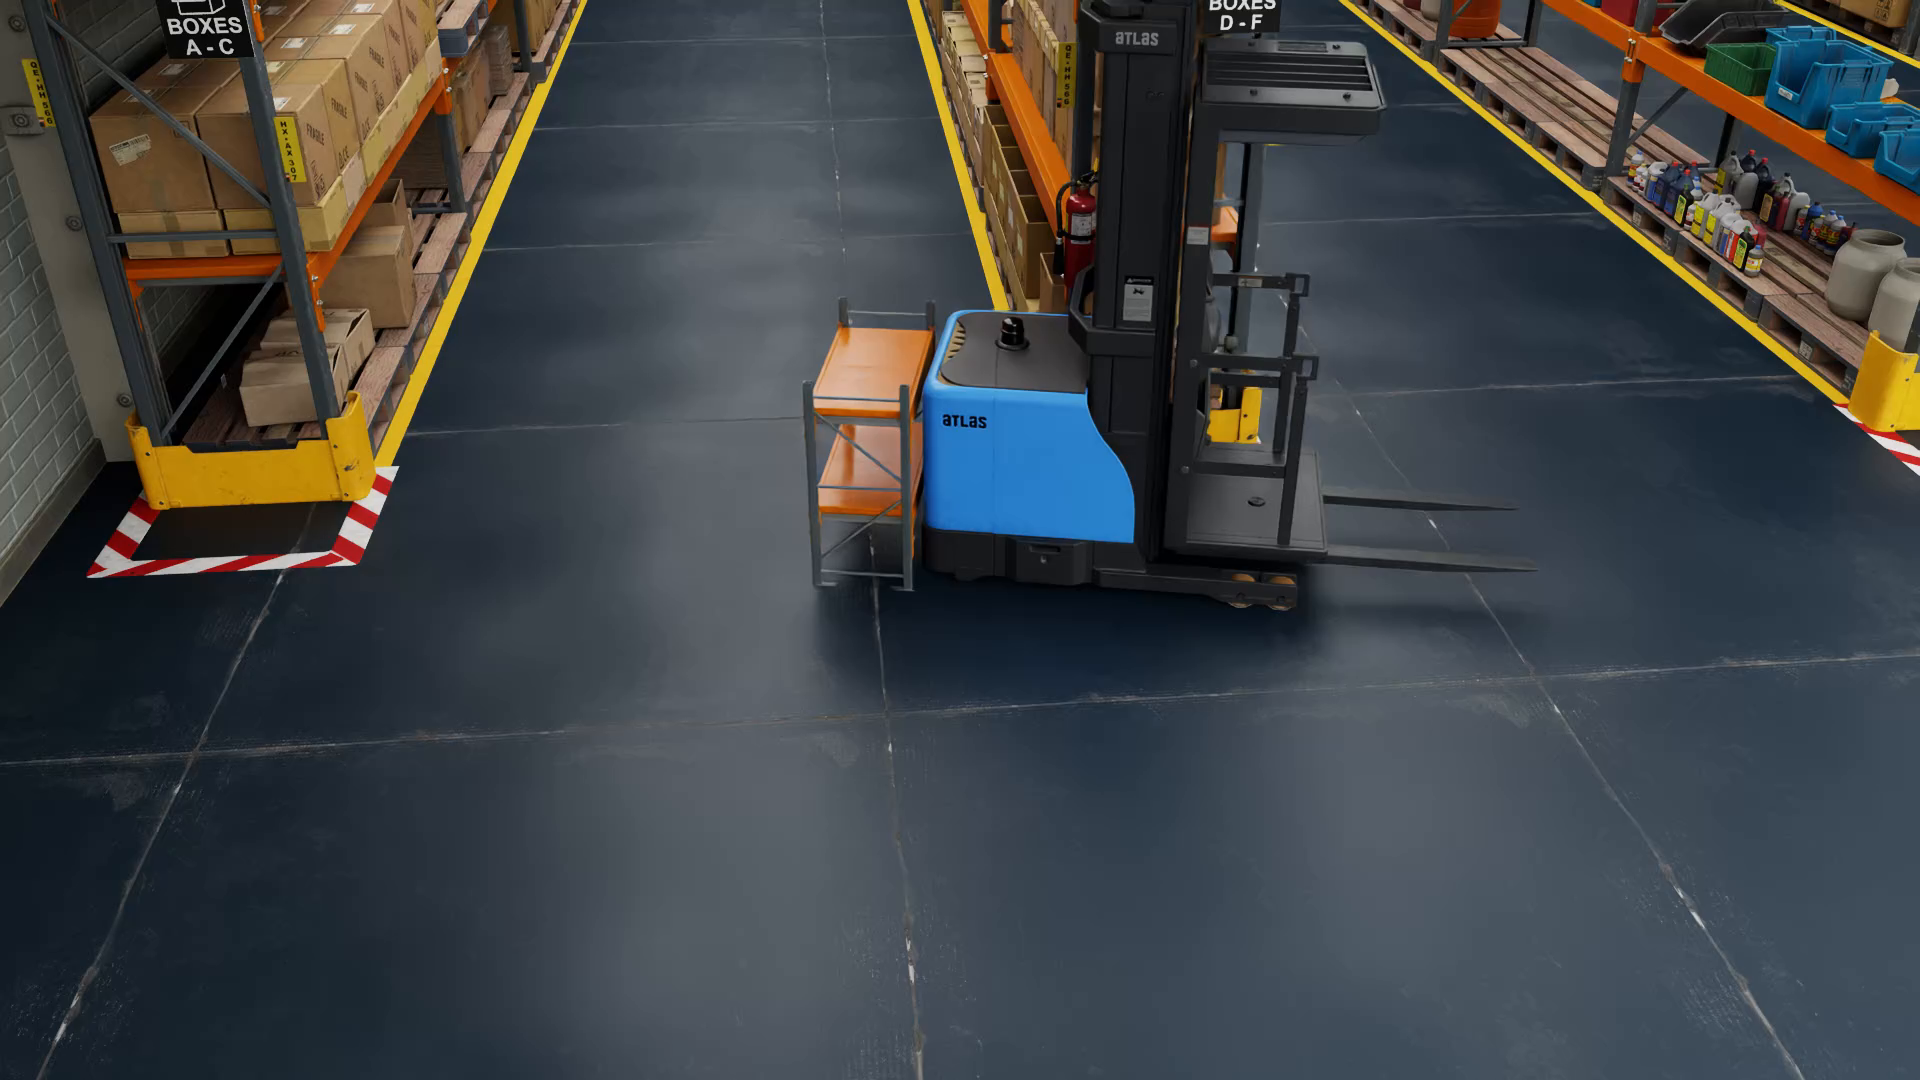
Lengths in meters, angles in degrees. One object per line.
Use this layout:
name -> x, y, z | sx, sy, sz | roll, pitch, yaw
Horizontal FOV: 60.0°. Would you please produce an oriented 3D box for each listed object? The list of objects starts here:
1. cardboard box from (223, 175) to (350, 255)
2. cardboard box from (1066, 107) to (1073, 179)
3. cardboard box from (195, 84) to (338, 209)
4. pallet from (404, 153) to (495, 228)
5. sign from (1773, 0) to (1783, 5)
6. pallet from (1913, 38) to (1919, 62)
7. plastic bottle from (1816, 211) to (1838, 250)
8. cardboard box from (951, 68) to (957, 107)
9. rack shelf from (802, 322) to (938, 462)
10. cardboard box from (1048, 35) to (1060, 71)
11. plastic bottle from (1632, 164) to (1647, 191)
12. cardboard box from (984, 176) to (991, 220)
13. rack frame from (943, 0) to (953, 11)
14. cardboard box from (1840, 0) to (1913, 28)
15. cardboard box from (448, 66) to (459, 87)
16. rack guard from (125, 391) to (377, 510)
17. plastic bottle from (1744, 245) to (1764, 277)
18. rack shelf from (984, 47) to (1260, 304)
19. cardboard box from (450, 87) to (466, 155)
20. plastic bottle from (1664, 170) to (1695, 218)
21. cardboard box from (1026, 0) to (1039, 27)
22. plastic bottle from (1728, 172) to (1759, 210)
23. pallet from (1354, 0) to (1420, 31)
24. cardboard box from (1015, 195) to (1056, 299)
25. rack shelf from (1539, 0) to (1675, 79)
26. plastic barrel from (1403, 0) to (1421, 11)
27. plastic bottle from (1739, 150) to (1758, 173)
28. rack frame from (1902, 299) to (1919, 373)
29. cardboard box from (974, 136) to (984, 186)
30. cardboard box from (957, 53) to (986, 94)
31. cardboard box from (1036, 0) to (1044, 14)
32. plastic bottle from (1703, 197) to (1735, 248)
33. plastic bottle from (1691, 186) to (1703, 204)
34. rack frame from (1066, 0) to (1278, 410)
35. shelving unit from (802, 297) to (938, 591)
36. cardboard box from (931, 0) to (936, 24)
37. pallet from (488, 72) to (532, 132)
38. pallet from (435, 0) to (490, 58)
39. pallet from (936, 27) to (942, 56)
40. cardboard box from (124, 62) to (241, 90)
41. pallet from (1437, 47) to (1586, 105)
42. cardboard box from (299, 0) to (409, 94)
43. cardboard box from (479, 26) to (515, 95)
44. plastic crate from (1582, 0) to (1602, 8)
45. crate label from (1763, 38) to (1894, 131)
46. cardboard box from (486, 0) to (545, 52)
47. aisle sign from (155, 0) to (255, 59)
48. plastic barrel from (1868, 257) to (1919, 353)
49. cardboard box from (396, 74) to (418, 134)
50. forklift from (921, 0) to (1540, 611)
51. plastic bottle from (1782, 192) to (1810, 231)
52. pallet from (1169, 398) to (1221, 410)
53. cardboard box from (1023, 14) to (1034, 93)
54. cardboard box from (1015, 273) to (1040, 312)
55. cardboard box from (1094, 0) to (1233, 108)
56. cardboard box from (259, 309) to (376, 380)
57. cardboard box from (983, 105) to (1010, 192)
cardboard box -> -3.577, -1.735, 8.856 | 0.500, 0.250, 0.500 | -4, 31, -6
cardboard box -> 0.999, -2.315, 9.604 | 0.700, 0.500, 0.500 | -2, 31, -3
cardboard box -> -3.593, -2.051, 8.653 | 0.500, 0.500, 0.500 | -3, 31, -5
pallet -> -4.296, -2.769, 13.180 | 1.003, 0.211, 1.213 | -3, 31, -5
sign -> 6.191, -4.183, 12.557 | 0.100, 0.325, 0.005 | -3, 31, -5
pallet -> 10.271, -4.726, 16.457 | 1.003, 0.211, 1.213 | -3, 31, -5
plastic bottle -> 6.116, -2.185, 11.715 | 0.097, 0.271, 0.097 | 0, 31, 0
cardboard box -> 0.195, -4.047, 14.871 | 0.500, 0.250, 0.500 | -4, 31, -6
rack shelf -> -0.435, -0.758, 8.352 | 0.538, 0.278, 1.000 | 3, 31, 5
cardboard box -> 0.736, -2.934, 10.007 | 0.380, 0.149, 0.250 | -2, 31, -3
plastic bottle -> 5.245, -2.795, 12.804 | 0.097, 0.201, 0.097 | 0, 31, 0
cardboard box -> 0.452, -2.556, 12.376 | 0.500, 0.250, 0.500 | -3, 31, -5
rack frame -> 0.337, -5.850, 15.619 | 1.000, 3.000, 0.127 | -3, 31, -5
cardboard box -> 10.156, -5.944, 17.439 | 1.225, 0.875, 0.875 | -4, 31, -7
cardboard box -> -4.404, -3.871, 13.583 | 0.500, 0.250, 0.500 | -4, 31, -6
rack guard -> -3.855, -0.492, 9.086 | 1.175, 0.500, 0.348 | -3, 31, -5
plastic bottle -> 5.408, -1.905, 11.314 | 0.097, 0.201, 0.097 | 0, 31, 0
rack shelf -> 0.897, -2.478, 10.675 | 1.077, 0.370, 4.000 | -3, 31, -5
cardboard box -> -4.405, -3.321, 13.393 | 0.700, 0.500, 0.500 | -3, 31, -6
plastic bottle -> 5.322, -2.566, 12.276 | 0.144, 0.351, 0.185 | -4, 31, -7
cardboard box -> 0.639, -3.461, 10.889 | 0.380, 0.149, 0.250 | -4, 31, -6
plastic bottle -> 5.862, -2.630, 12.455 | 0.152, 0.276, 0.135 | -3, 31, -5
pallet -> 5.043, -5.910, 18.439 | 1.003, 0.211, 1.213 | -3, 31, -5
cardboard box -> 0.630, -1.857, 10.474 | 0.500, 0.500, 0.500 | -3, 31, -5
rack shelf -> 5.455, -4.755, 14.488 | 1.077, 0.370, 4.000 | -3, 31, -5
plastic barrel -> 5.100, -6.056, 17.906 | 0.600, 0.588, 0.708 | -3, 31, -5
plastic bottle -> 5.989, -2.780, 12.633 | 0.144, 0.351, 0.185 | -4, 31, -6
rack frame -> 6.016, -2.001, 9.175 | 1.000, 3.000, 0.127 | -3, 31, -5
cardboard box -> 0.383, -3.005, 13.128 | 0.500, 0.250, 0.500 | -3, 31, -5
cardboard box -> 0.245, -4.018, 14.277 | 0.500, 0.311, 0.500 | -3, 31, -5
cardboard box -> 0.853, -3.668, 10.603 | 0.700, 0.500, 0.500 | -3, 31, -5
plastic bottle -> 5.379, -2.254, 11.753 | 0.144, 0.351, 0.185 | -2, 31, -3
plastic bottle -> 5.373, -2.459, 12.173 | 0.097, 0.271, 0.097 | 0, 31, 0
rack frame -> 1.084, -1.765, 8.781 | 1.000, 3.000, 0.127 | -3, 31, -5
shelving unit -> -0.435, -0.507, 8.502 | 0.538, 1.125, 1.048 | 3, 31, 5
cardboard box -> -0.033, -5.696, 17.370 | 0.500, 0.500, 0.500 | -4, 31, -6
pallet -> -4.524, -4.014, 15.265 | 1.003, 0.211, 1.213 | -3, 31, -5
pallet -> -4.148, -3.883, 12.513 | 1.003, 0.211, 1.213 | -3, 31, -5
pallet -> 0.304, -5.036, 16.975 | 1.003, 0.211, 1.213 | -3, 31, -5
cardboard box -> -4.141, -2.280, 9.038 | 0.500, 0.500, 0.500 | -2, 31, -4
pallet -> 5.302, -4.491, 16.063 | 1.003, 0.211, 1.213 | -3, 31, -5
cardboard box -> -3.781, -3.096, 10.403 | 0.500, 0.500, 0.500 | -4, 31, -6
cardboard box -> -4.476, -4.361, 15.135 | 0.700, 0.500, 0.500 | -2, 31, -4
plastic crate -> 5.229, -4.585, 13.516 | 0.392, 0.384, 0.575 | -3, 31, -5
crate label -> 5.575, -2.943, 10.717 | 0.502, 0.435, 0.616 | -3, 31, -5
cardboard box -> -4.533, -5.250, 16.301 | 0.750, 0.750, 0.750 | -3, 31, -5
aisle sign -> -3.542, -2.620, 7.676 | 0.394, 0.787, 0.004 | -3, 31, -5
plastic barrel -> 5.878, -1.445, 10.261 | 0.421, 0.512, 0.421 | 0, 31, 0
cardboard box -> -3.775, -2.775, 10.597 | 0.500, 0.250, 0.500 | -3, 31, -5
forklift -> 1.366, -1.202, 7.905 | 3.031, 2.935, 1.130 | 4, 31, 7
plastic bottle -> 6.049, -2.402, 12.073 | 0.152, 0.276, 0.135 | -2, 31, -4
pallet -> 0.971, -0.957, 10.146 | 1.003, 0.211, 1.213 | -3, 31, -5
cardboard box -> 0.814, -3.355, 11.345 | 0.700, 0.500, 0.500 | -3, 31, -5
cardboard box -> 0.633, -1.535, 10.666 | 0.500, 0.250, 0.500 | -3, 31, -5
cardboard box -> 1.048, -2.631, 8.868 | 0.700, 0.500, 0.500 | -3, 31, -4
cardboard box -> -3.876, -1.209, 10.043 | 0.500, 0.311, 0.500 | 0, 31, 0
cardboard box -> 0.442, -2.878, 12.183 | 0.500, 0.500, 0.500 | -3, 31, -5
